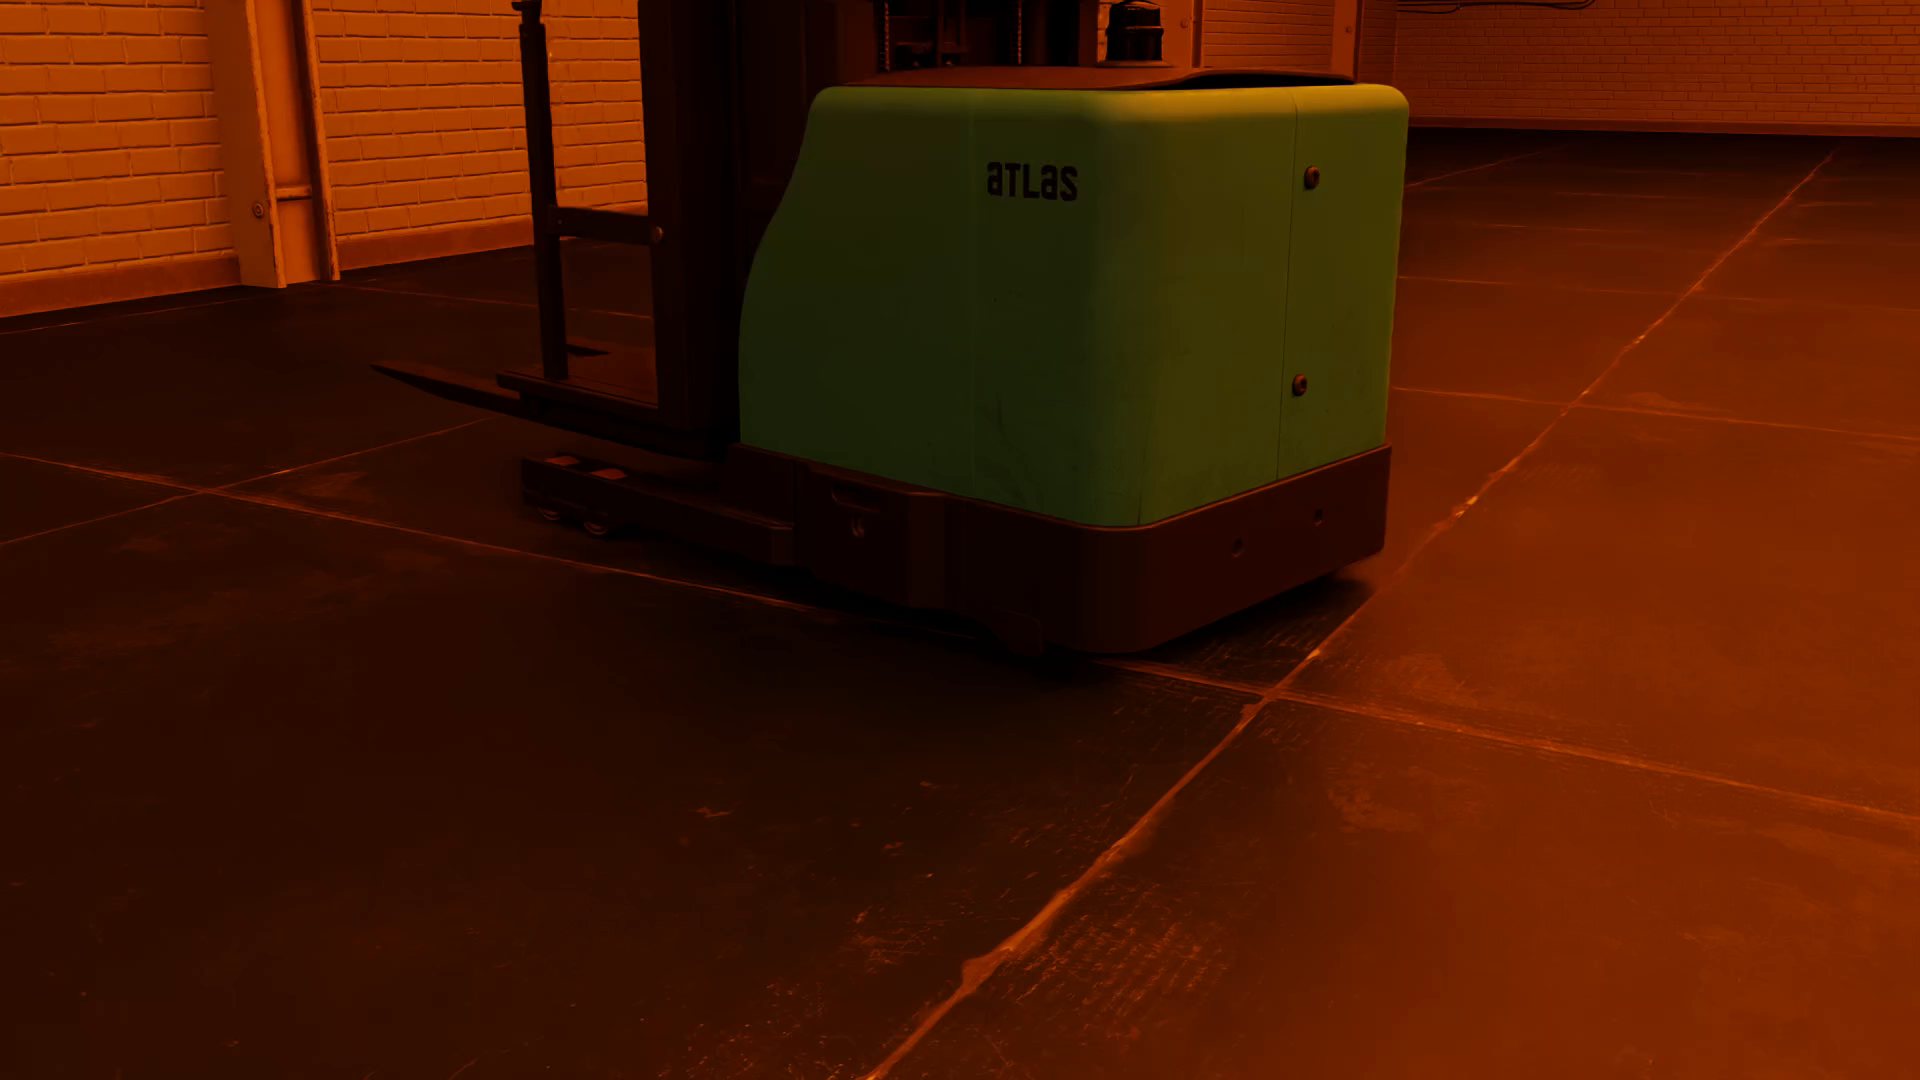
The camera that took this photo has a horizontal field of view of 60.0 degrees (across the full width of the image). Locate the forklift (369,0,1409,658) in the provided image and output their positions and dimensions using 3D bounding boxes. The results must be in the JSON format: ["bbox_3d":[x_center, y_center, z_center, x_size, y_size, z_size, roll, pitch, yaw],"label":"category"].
[{"bbox_3d":[-0.470,-1.512,3.986,3.031,2.935,1.130,15,22,41],"label":"forklift"}]
